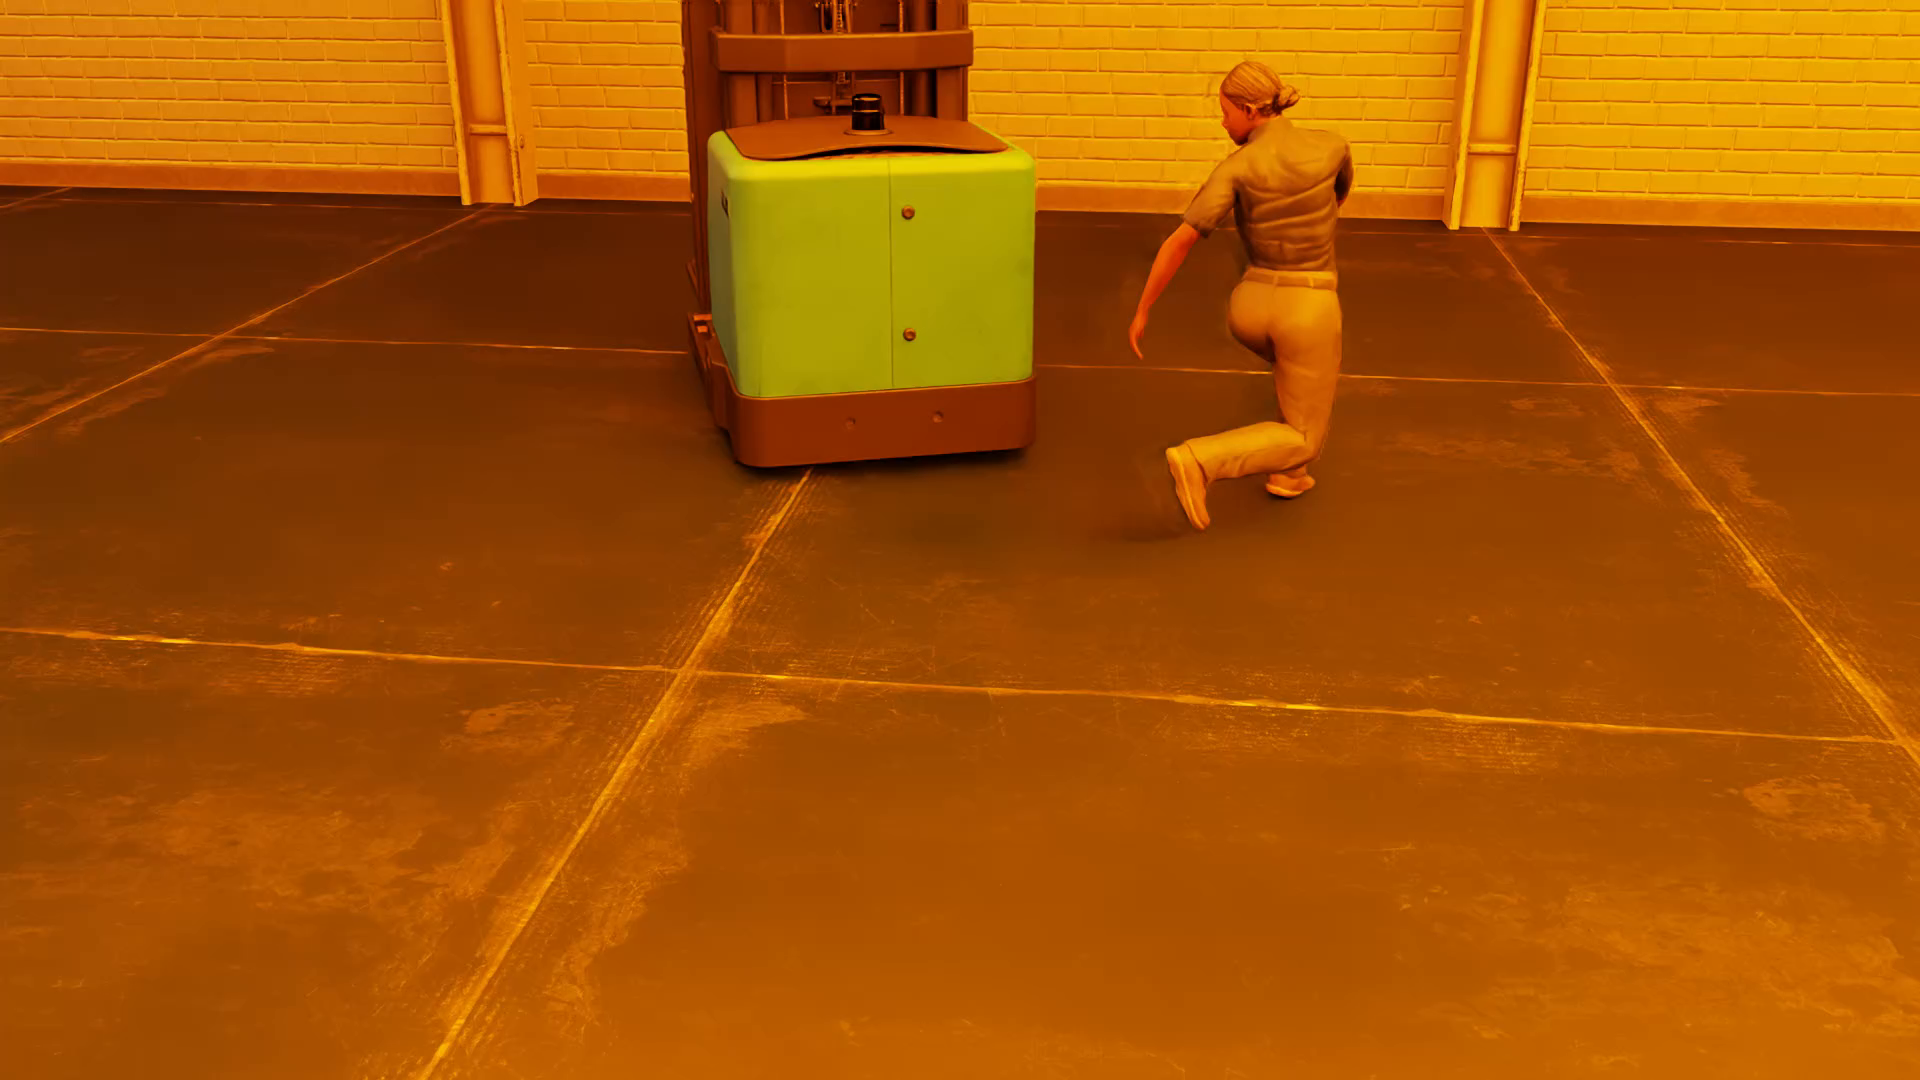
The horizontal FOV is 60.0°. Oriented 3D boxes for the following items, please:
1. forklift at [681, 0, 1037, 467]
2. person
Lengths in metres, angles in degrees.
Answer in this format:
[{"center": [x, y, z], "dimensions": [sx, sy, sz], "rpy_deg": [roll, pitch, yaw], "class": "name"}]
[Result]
[{"center": [-0.565, -2.124, 6.527], "dimensions": [1.130, 2.935, 3.031], "rpy_deg": [-5, 22, -12], "class": "forklift"}, {"center": [0.911, -0.753, 5.226], "dimensions": [0.592, 1.435, 0.862], "rpy_deg": [15, 26, 32], "class": "person"}]
